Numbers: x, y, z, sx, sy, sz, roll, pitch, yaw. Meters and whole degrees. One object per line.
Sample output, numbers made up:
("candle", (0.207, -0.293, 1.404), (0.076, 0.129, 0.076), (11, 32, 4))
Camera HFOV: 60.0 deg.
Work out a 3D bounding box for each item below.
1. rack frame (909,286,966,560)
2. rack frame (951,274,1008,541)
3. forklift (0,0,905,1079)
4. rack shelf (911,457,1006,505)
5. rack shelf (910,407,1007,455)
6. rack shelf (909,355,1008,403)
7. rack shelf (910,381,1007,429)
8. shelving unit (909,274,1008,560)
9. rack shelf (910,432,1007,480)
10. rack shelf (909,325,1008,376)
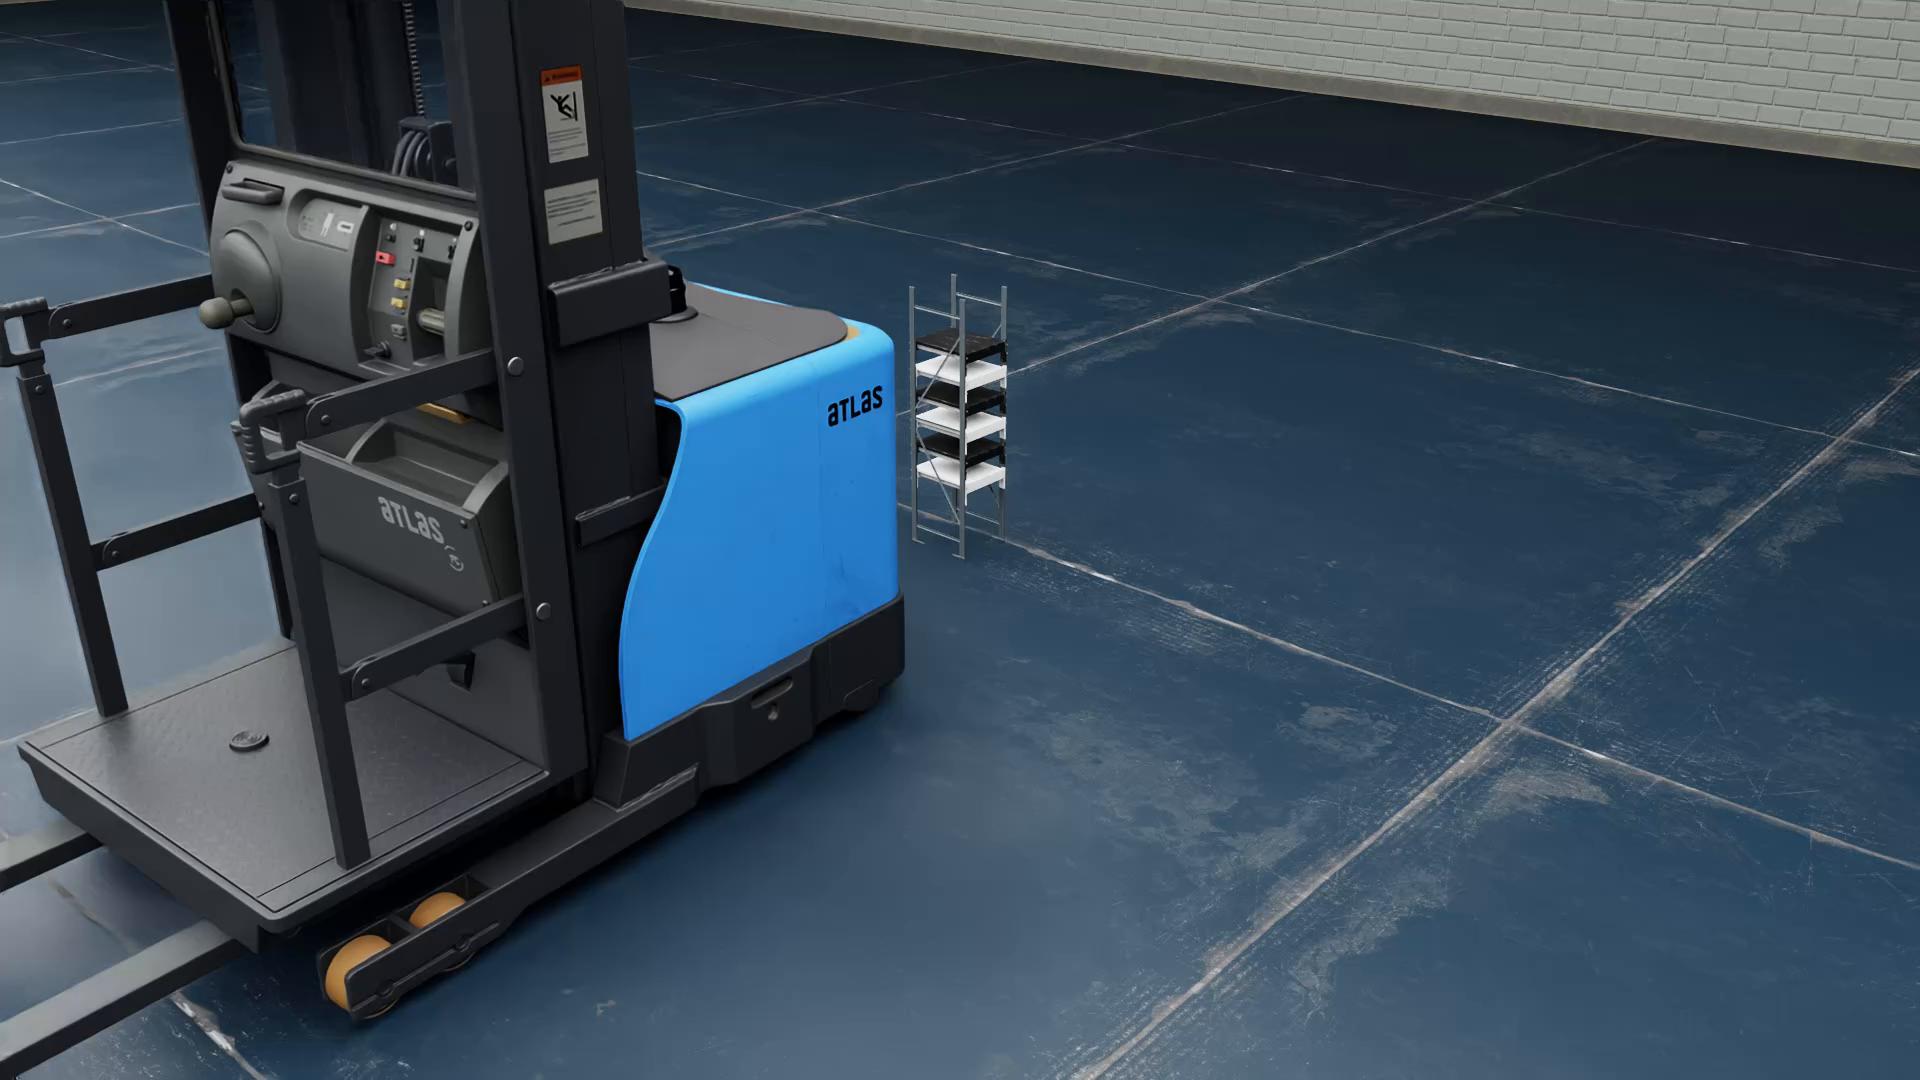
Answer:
("rack frame", (-0.073, -0.377, 5.491), (0.240, 0.900, 0.006), (20, 31, 38))
("rack frame", (0.062, -0.439, 5.629), (0.240, 0.900, 0.006), (20, 31, 38))
("forklift", (-1.464, -0.561, 3.418), (1.130, 2.935, 3.031), (18, 30, 34))
("rack shelf", (-0.005, -0.213, 5.648), (0.258, 0.077, 0.200), (20, 31, 38))
("rack shelf", (-0.005, -0.378, 5.574), (0.258, 0.077, 0.200), (20, 31, 38))
("rack shelf", (-0.005, -0.542, 5.500), (0.258, 0.077, 0.200), (20, 31, 38))
("rack shelf", (-0.005, -0.460, 5.537), (0.258, 0.077, 0.200), (20, 31, 38))
("shelving unit", (-0.005, -0.408, 5.560), (0.258, 0.900, 0.210), (20, 31, 38))
("rack shelf", (-0.005, -0.296, 5.611), (0.258, 0.077, 0.200), (20, 31, 38))
("rack shelf", (-0.005, -0.624, 5.464), (0.258, 0.077, 0.200), (20, 31, 38))
